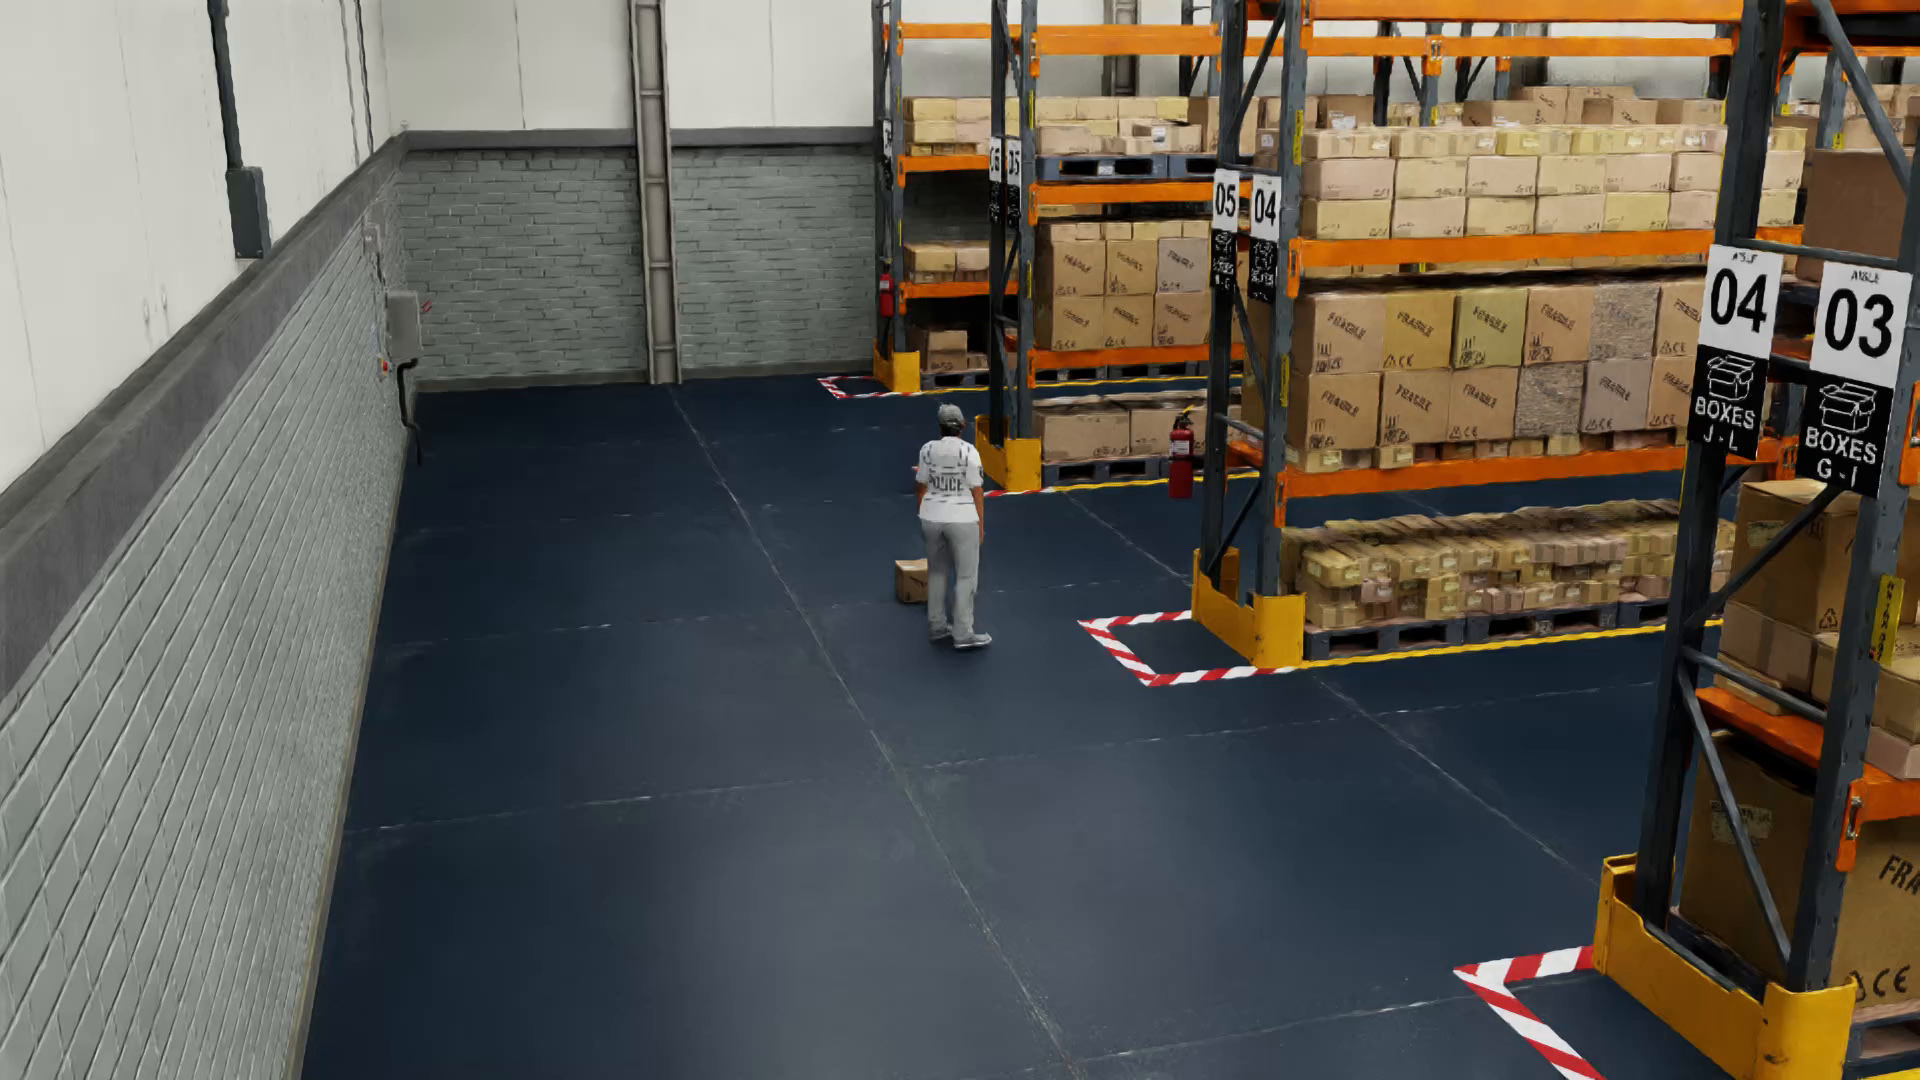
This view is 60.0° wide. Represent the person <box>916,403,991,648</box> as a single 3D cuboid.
[{"bbox_3d":[-0.038,-0.102,11.344,0.526,1.670,0.409,8,18,25],"label":"person"}]
